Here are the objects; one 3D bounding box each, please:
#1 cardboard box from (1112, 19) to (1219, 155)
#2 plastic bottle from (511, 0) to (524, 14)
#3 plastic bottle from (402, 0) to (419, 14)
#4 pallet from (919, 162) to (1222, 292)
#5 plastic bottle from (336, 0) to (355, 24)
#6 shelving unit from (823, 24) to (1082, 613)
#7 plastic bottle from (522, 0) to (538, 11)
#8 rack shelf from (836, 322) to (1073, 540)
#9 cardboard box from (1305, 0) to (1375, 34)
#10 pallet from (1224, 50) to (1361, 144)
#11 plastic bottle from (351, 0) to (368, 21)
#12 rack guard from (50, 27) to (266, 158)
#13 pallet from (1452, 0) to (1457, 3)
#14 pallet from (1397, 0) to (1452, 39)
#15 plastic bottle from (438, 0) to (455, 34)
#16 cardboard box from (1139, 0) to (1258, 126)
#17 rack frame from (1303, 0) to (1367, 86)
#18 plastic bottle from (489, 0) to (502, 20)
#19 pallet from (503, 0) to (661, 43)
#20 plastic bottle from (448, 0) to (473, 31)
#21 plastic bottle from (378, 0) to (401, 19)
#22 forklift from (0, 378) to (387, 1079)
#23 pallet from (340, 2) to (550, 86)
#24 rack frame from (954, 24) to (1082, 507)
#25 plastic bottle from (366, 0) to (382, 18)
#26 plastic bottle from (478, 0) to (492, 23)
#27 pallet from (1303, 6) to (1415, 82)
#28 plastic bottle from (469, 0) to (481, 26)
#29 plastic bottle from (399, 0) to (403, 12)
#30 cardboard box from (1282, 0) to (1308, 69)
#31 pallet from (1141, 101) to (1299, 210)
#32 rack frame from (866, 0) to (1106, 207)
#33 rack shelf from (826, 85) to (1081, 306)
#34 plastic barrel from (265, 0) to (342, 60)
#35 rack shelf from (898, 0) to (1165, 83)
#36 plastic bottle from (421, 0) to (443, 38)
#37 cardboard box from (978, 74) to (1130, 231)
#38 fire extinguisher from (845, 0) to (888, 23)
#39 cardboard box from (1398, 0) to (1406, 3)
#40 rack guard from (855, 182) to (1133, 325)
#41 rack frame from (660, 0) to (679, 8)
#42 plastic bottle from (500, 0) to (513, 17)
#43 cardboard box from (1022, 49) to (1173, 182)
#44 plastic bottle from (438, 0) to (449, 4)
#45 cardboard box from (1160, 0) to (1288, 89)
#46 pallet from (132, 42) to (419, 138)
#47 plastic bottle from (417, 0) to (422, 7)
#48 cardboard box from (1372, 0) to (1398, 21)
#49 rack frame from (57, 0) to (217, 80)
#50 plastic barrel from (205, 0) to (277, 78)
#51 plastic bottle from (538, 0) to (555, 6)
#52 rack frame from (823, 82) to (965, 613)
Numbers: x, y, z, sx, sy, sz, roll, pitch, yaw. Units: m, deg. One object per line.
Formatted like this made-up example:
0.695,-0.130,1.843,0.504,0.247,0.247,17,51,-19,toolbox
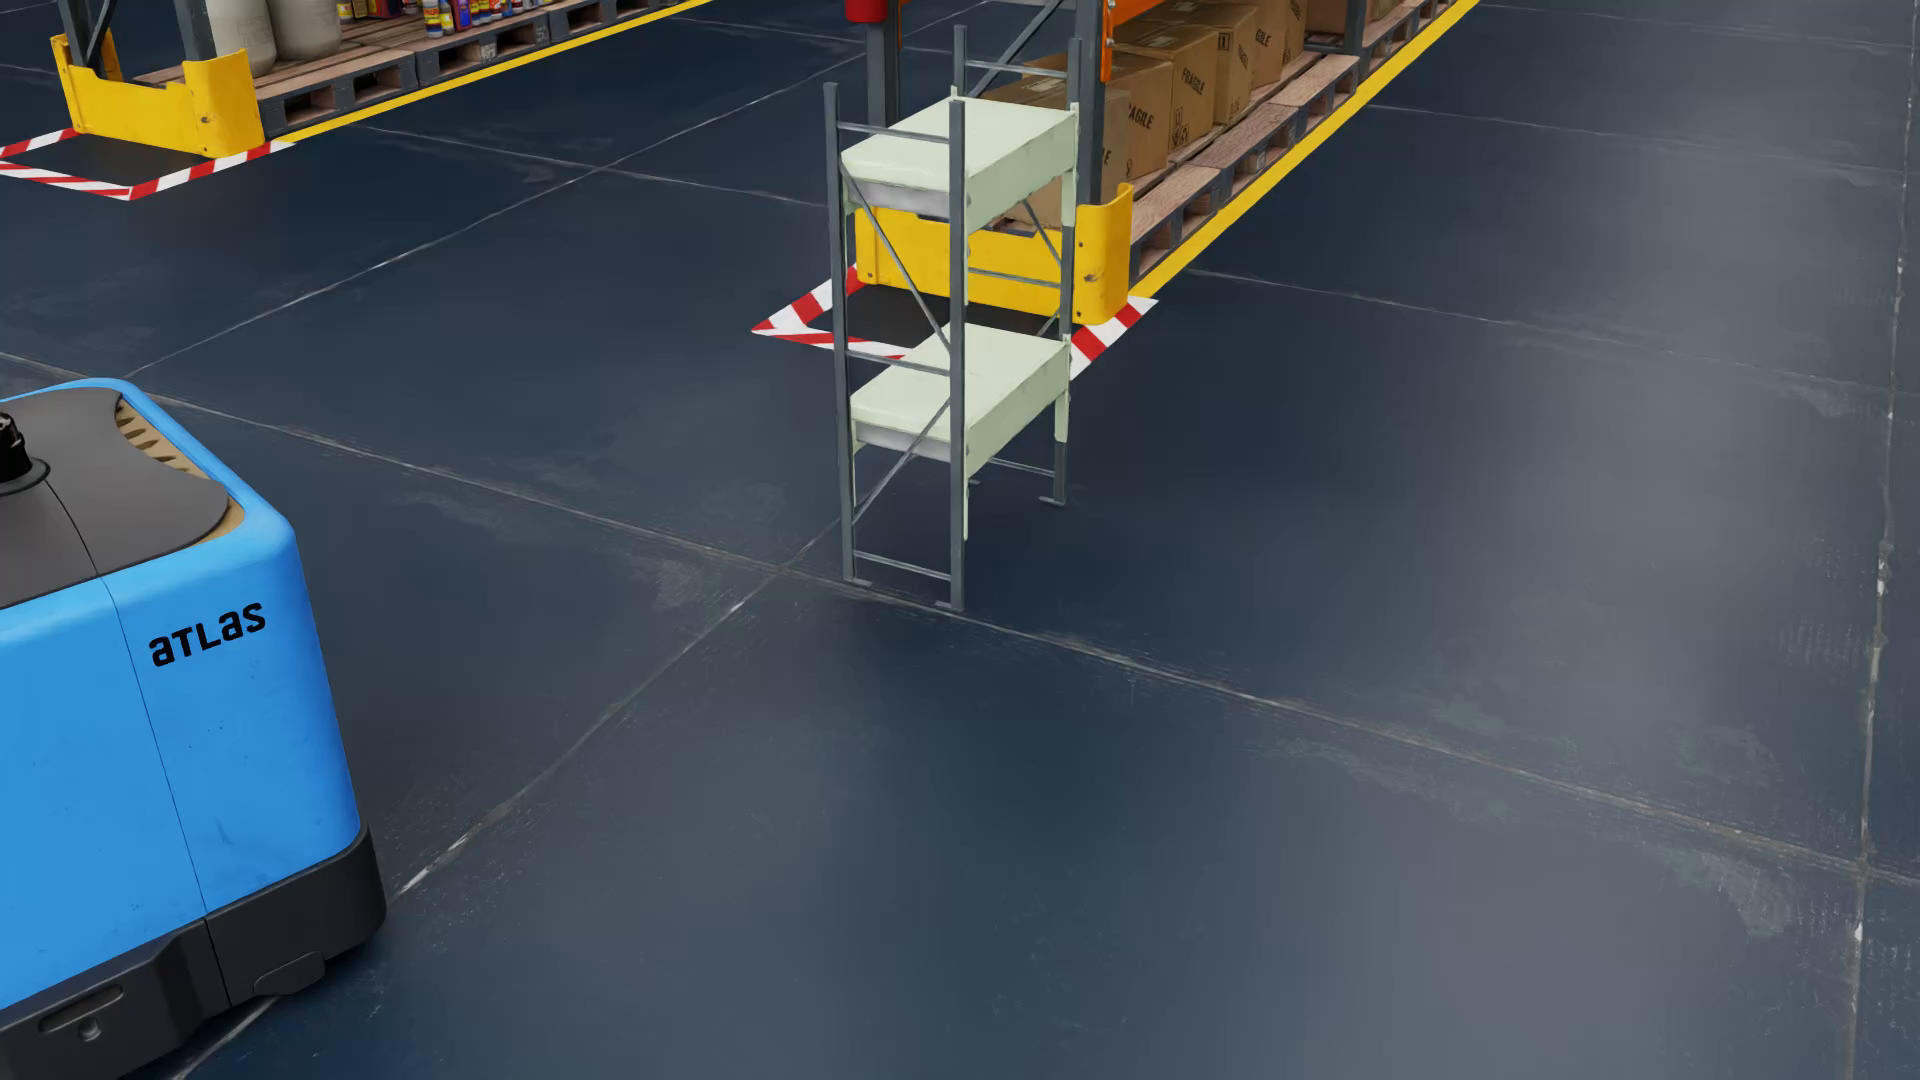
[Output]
0.936,-2.255,8.254,0.500,0.500,0.500,18,34,28,cardboard box
-2.873,-3.503,10.707,0.097,0.201,0.097,0,30,0,plastic bottle
-3.548,-3.500,10.700,0.097,0.201,0.097,0,30,0,plastic bottle
0.529,-1.515,7.676,1.003,0.211,1.213,14,33,23,pallet
-3.870,-3.353,10.444,0.097,0.201,0.097,0,30,0,plastic bottle
-0.003,-0.647,4.871,0.431,1.500,0.755,14,33,23,shelving unit
-2.843,-3.594,10.790,0.152,0.276,0.135,15,33,24,plastic bottle
-0.003,-0.365,5.034,0.431,0.370,0.720,14,33,23,rack shelf
2.214,-3.486,10.376,0.700,0.500,0.500,12,32,20,cardboard box
1.640,-2.596,9.559,1.003,0.211,1.213,14,33,23,pallet
-3.833,-3.444,10.521,0.061,0.283,0.133,15,33,24,plastic bottle
-4.324,-2.422,8.966,1.175,0.500,0.348,14,33,23,rack guard
3.380,-4.329,12.577,1.003,0.211,1.213,14,33,23,pallet
2.823,-3.791,11.639,1.003,0.211,1.213,14,33,23,pallet
-3.166,-3.218,10.210,0.097,0.201,0.097,0,30,0,plastic bottle
1.230,-2.493,8.667,0.500,0.500,0.500,11,32,19,cardboard box
1.915,-4.111,9.397,1.000,3.000,0.127,14,33,23,rack frame
-2.966,-3.412,10.548,0.097,0.201,0.097,0,30,0,plastic bottle
-2.837,-3.738,11.547,1.003,0.211,1.213,14,33,23,pallet
-3.094,-3.304,10.277,0.061,0.283,0.133,15,33,24,plastic bottle
-3.636,-3.470,10.566,0.061,0.283,0.133,14,33,23,plastic bottle
-2.695,-0.060,2.411,3.031,2.935,1.130,-24,38,-36,forklift
-3.392,-3.195,10.601,1.003,0.211,1.213,14,33,23,pallet
0.164,-0.810,5.154,0.400,1.500,0.023,14,33,23,rack frame
-3.731,-3.491,10.610,0.152,0.276,0.135,15,33,24,plastic bottle
-3.011,-3.399,10.454,0.097,0.271,0.097,0,30,0,plastic bottle
2.268,-3.248,10.693,1.003,0.211,1.213,14,33,23,pallet
-3.057,-3.354,10.377,0.097,0.271,0.097,0,30,0,plastic bottle
-3.668,-3.552,10.717,0.152,0.276,0.135,13,32,22,plastic bottle
1.697,-3.041,9.622,0.500,0.500,0.500,13,32,22,cardboard box
1.086,-2.054,8.614,1.003,0.211,1.213,14,33,23,pallet
0.093,-2.338,6.310,1.000,3.000,0.127,14,33,23,rack frame
-0.003,-0.986,4.677,0.431,0.370,0.720,14,33,23,rack shelf
-3.856,-3.096,9.706,0.421,0.512,0.421,0,30,0,plastic barrel
1.004,-2.913,8.033,1.077,0.370,4.000,14,33,23,rack shelf
-3.213,-3.202,10.113,0.097,0.271,0.097,0,30,0,plastic bottle
0.392,-1.709,7.303,0.500,0.500,0.500,21,36,32,cardboard box
-0.370,-2.358,6.423,0.296,0.674,0.183,14,33,23,fire extinguisher
2.702,-3.941,11.169,0.700,0.500,0.500,11,32,19,cardboard box
0.127,-1.288,6.991,1.175,0.500,0.348,14,33,23,rack guard
-2.494,-5.235,11.354,1.000,3.000,0.127,14,33,23,rack frame
-2.919,-3.489,10.611,0.097,0.271,0.097,0,30,0,plastic bottle
0.634,-1.982,7.778,0.500,0.500,0.500,24,38,36,cardboard box
-3.368,-3.686,10.951,0.152,0.276,0.135,14,33,23,plastic bottle
1.443,-2.786,9.177,0.500,0.500,0.500,-26,39,-37,cardboard box
-3.949,-2.656,9.663,1.003,0.211,1.213,14,33,23,pallet
-3.596,-3.659,10.828,0.144,0.351,0.185,16,33,25,plastic bottle
2.448,-3.693,10.737,0.700,0.500,0.500,14,33,23,cardboard box
-4.317,-3.462,8.266,1.000,3.000,0.127,14,33,23,rack frame
-4.085,-2.874,9.319,0.421,0.512,0.421,0,30,0,plastic barrel
-2.766,-3.698,10.896,0.144,0.351,0.185,14,33,23,plastic bottle
-0.170,-0.485,4.589,0.400,1.500,0.023,14,33,23,rack frame
